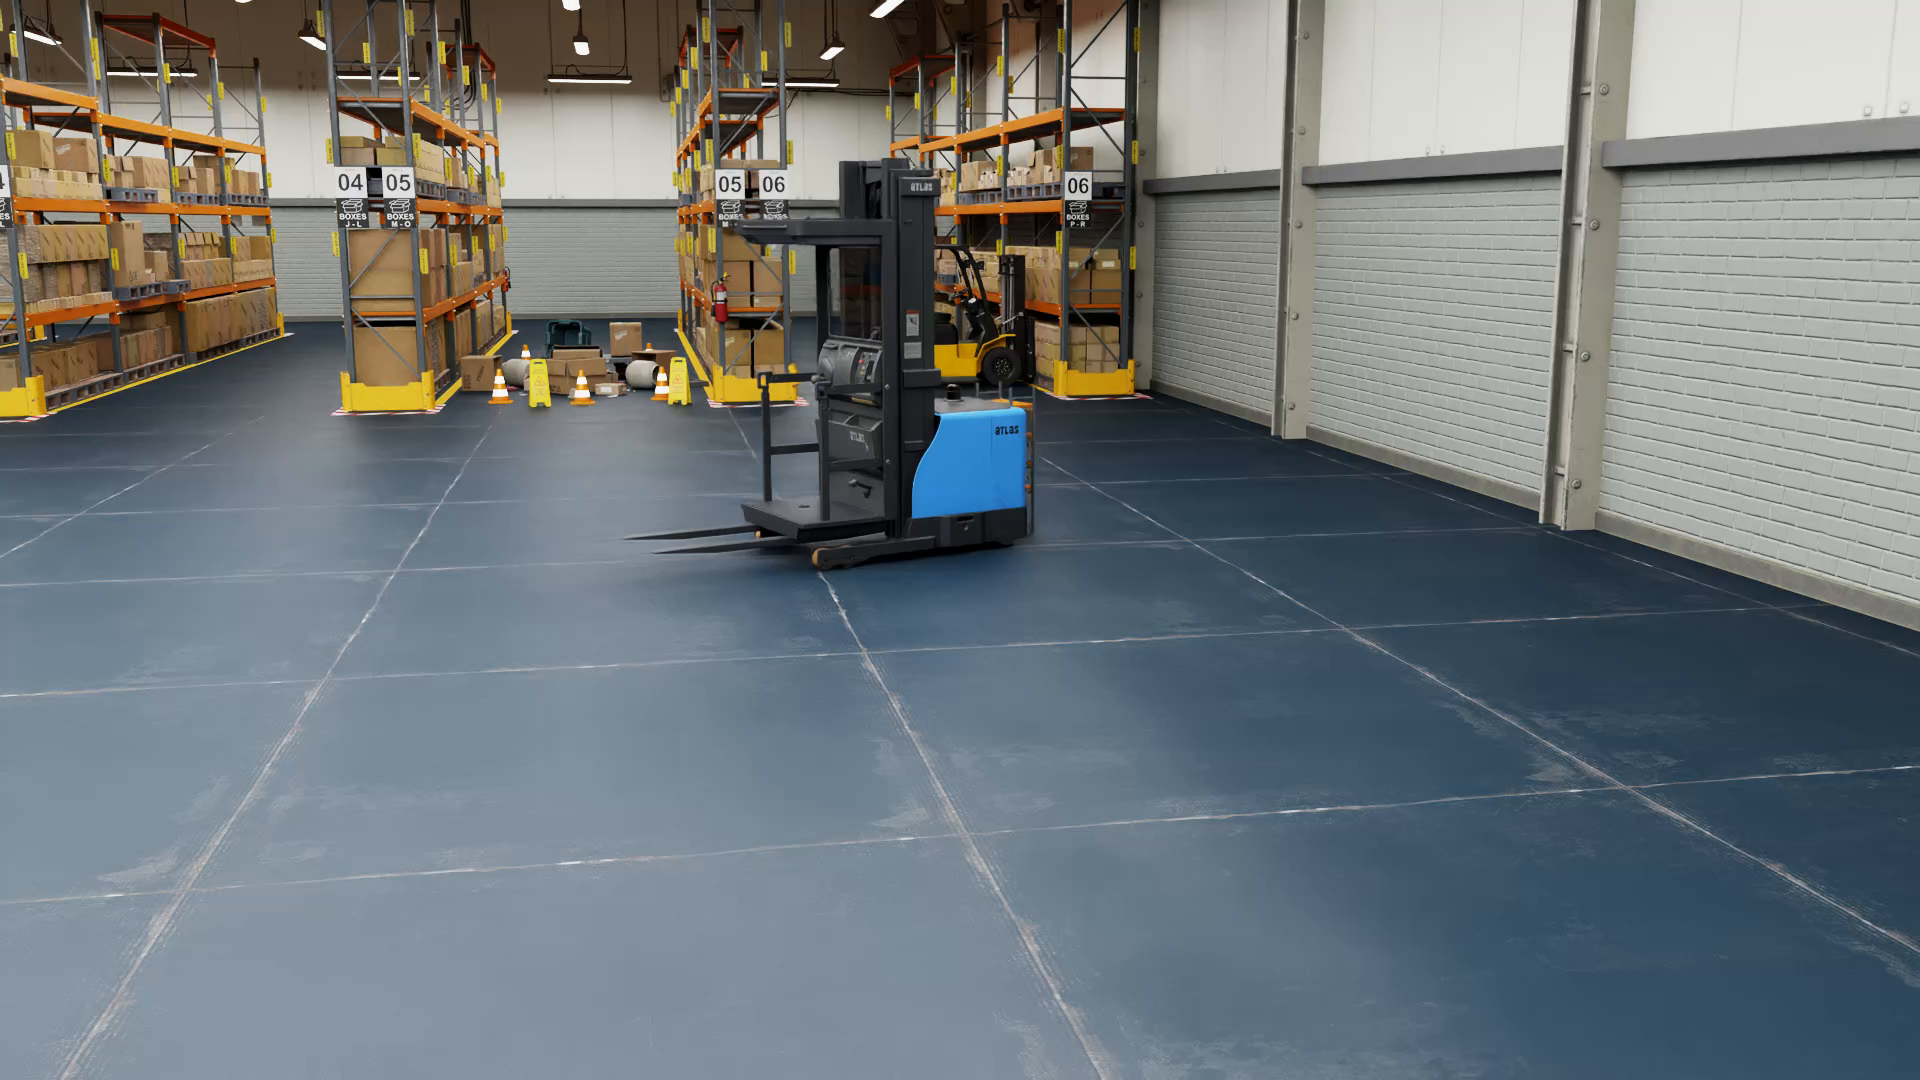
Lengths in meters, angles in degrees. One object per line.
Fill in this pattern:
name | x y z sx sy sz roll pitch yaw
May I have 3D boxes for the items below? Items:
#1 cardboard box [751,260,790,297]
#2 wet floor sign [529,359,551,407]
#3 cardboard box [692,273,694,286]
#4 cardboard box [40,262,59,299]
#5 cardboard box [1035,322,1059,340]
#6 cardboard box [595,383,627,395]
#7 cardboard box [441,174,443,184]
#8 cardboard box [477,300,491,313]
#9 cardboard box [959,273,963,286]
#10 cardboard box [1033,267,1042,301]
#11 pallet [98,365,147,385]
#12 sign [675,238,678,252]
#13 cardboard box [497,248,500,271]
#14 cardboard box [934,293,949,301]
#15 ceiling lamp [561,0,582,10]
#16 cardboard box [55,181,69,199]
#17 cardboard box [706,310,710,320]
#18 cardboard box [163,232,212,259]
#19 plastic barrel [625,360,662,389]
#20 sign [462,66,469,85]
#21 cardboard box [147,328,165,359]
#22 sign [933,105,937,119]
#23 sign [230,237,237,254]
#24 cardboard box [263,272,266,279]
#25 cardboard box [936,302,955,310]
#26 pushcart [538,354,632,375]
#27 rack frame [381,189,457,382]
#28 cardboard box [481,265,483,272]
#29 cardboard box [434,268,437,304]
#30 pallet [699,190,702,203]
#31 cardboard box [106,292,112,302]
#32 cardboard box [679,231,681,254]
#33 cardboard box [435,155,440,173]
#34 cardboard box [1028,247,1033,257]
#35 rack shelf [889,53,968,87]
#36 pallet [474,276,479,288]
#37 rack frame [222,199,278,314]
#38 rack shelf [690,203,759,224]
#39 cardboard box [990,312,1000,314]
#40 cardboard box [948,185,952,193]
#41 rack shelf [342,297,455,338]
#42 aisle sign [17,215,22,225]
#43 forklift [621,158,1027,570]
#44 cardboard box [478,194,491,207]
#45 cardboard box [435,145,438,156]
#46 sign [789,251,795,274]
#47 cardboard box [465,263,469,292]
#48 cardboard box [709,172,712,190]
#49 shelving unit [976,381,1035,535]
cardboard box | -2.716 -3.745 23.785 0.500 0.500 0.500 -2 11 -12
wet floor sign | -5.784 -2.164 22.840 0.267 0.644 0.232 -4 12 -21
cardboard box | -4.805 -4.929 31.473 0.500 0.250 0.500 -3 11 -13
cardboard box | -12.966 -3.570 22.866 0.875 0.500 0.500 -2 11 -11
cardboard box | 1.364 -3.239 25.748 0.500 0.250 0.500 -2 11 -10
cardboard box | -5.132 -2.219 24.456 0.380 0.149 0.250 4 11 18
cardboard box | -8.076 -5.492 25.286 0.380 0.149 0.250 -2 11 -10
cardboard box | -9.672 -4.674 33.288 0.500 0.250 0.500 -2 11 -13
cardboard box | 0.263 -4.937 31.513 0.500 0.250 0.500 -2 11 -11
cardboard box | 1.427 -3.953 25.675 0.500 0.500 0.500 -2 11 -12
pallet | -13.547 -2.599 26.284 1.003 0.211 1.213 -2 11 -11
sign | -6.553 -6.832 38.542 0.100 0.325 0.005 -2 11 -11
cardboard box | -10.213 -6.031 35.800 0.500 0.500 0.500 -2 11 -8
cardboard box | -0.455 -5.156 35.296 0.380 0.149 0.250 -3 11 -14
ceiling lamp | -5.790 -9.897 25.514 0.800 3.185 2.000 -2 11 -11
cardboard box | -12.762 -4.870 23.141 0.500 0.250 0.500 -2 11 -9
cardboard box | -3.858 -3.585 26.502 0.380 0.149 0.250 -2 11 -10
cardboard box | -14.696 -5.592 31.602 0.797 0.503 0.637 -2 11 -10
plastic barrel | -4.782 -2.511 25.255 0.512 0.421 0.421 6 12 28
sign | -8.744 -8.226 29.425 0.100 0.325 0.005 -2 11 -11
cardboard box | -13.902 -3.324 28.147 0.700 0.500 0.500 -3 11 -16
sign | -0.591 -10.068 39.106 0.100 0.325 0.005 -2 11 -11
sign | -14.420 -5.844 32.995 0.100 0.325 0.005 -2 11 -11
cardboard box | -15.188 -5.710 35.846 0.380 0.149 0.250 -2 11 -10
cardboard box | -0.283 -4.864 34.559 0.380 0.149 0.250 -2 11 -11
pushcart | -5.900 -2.806 26.929 1.648 0.377 0.936 -6 13 -31
rack frame | -8.509 -3.987 26.124 1.000 3.000 0.127 -2 11 -11
cardboard box | -9.743 -5.424 33.222 0.380 0.149 0.250 -2 11 -11
cardboard box | -8.106 -3.697 24.197 0.875 0.550 0.500 -2 11 -11
pallet | -3.689 -5.684 27.519 1.213 0.211 1.003 -2 11 -11
cardboard box | -13.064 -3.673 25.146 0.380 0.149 0.250 -2 11 -11
cardboard box | -6.086 -6.734 37.614 0.500 0.500 0.500 -2 11 -13
cardboard box | -8.064 -5.615 24.869 0.500 0.250 0.500 -2 11 -11
cardboard box | 1.294 -4.578 26.431 0.380 0.149 0.250 -2 11 -11
rack shelf | -0.750 -10.428 36.951 1.077 0.370 4.000 -2 11 -11
pallet | -9.530 -4.754 30.663 1.213 0.211 1.003 -2 11 -11
rack frame | -15.728 -6.027 36.837 1.000 3.000 0.127 -2 11 -11
rack shelf | -4.063 -5.673 28.881 1.077 0.370 4.000 -2 11 -11
cardboard box | 0.659 -3.906 30.925 0.875 0.625 0.625 -2 11 -9
cardboard box | -0.037 -6.894 32.708 0.380 0.149 0.250 -2 11 -11
rack shelf | -8.120 -3.267 24.264 1.077 0.370 4.000 -2 11 -11
aisle sign | -20.313 -7.147 35.773 0.394 0.787 0.004 -2 11 -11
forklift | -1.004 -1.333 12.359 3.031 2.935 1.130 -6 13 -31
cardboard box | -9.896 -6.949 34.063 0.500 0.250 0.500 -2 11 -8
cardboard box | -7.980 -5.791 24.726 0.380 0.149 0.250 -2 11 -10
sign | -2.363 -3.897 23.336 0.100 0.325 0.005 -2 11 -11
cardboard box | -8.744 -4.514 28.624 0.500 0.500 0.500 -2 11 -12
cardboard box | -3.343 -5.175 23.948 0.500 0.250 0.500 -2 11 -12
shelving unit | 0.363 -0.659 13.449 0.258 1.200 0.503 -7 13 -31
